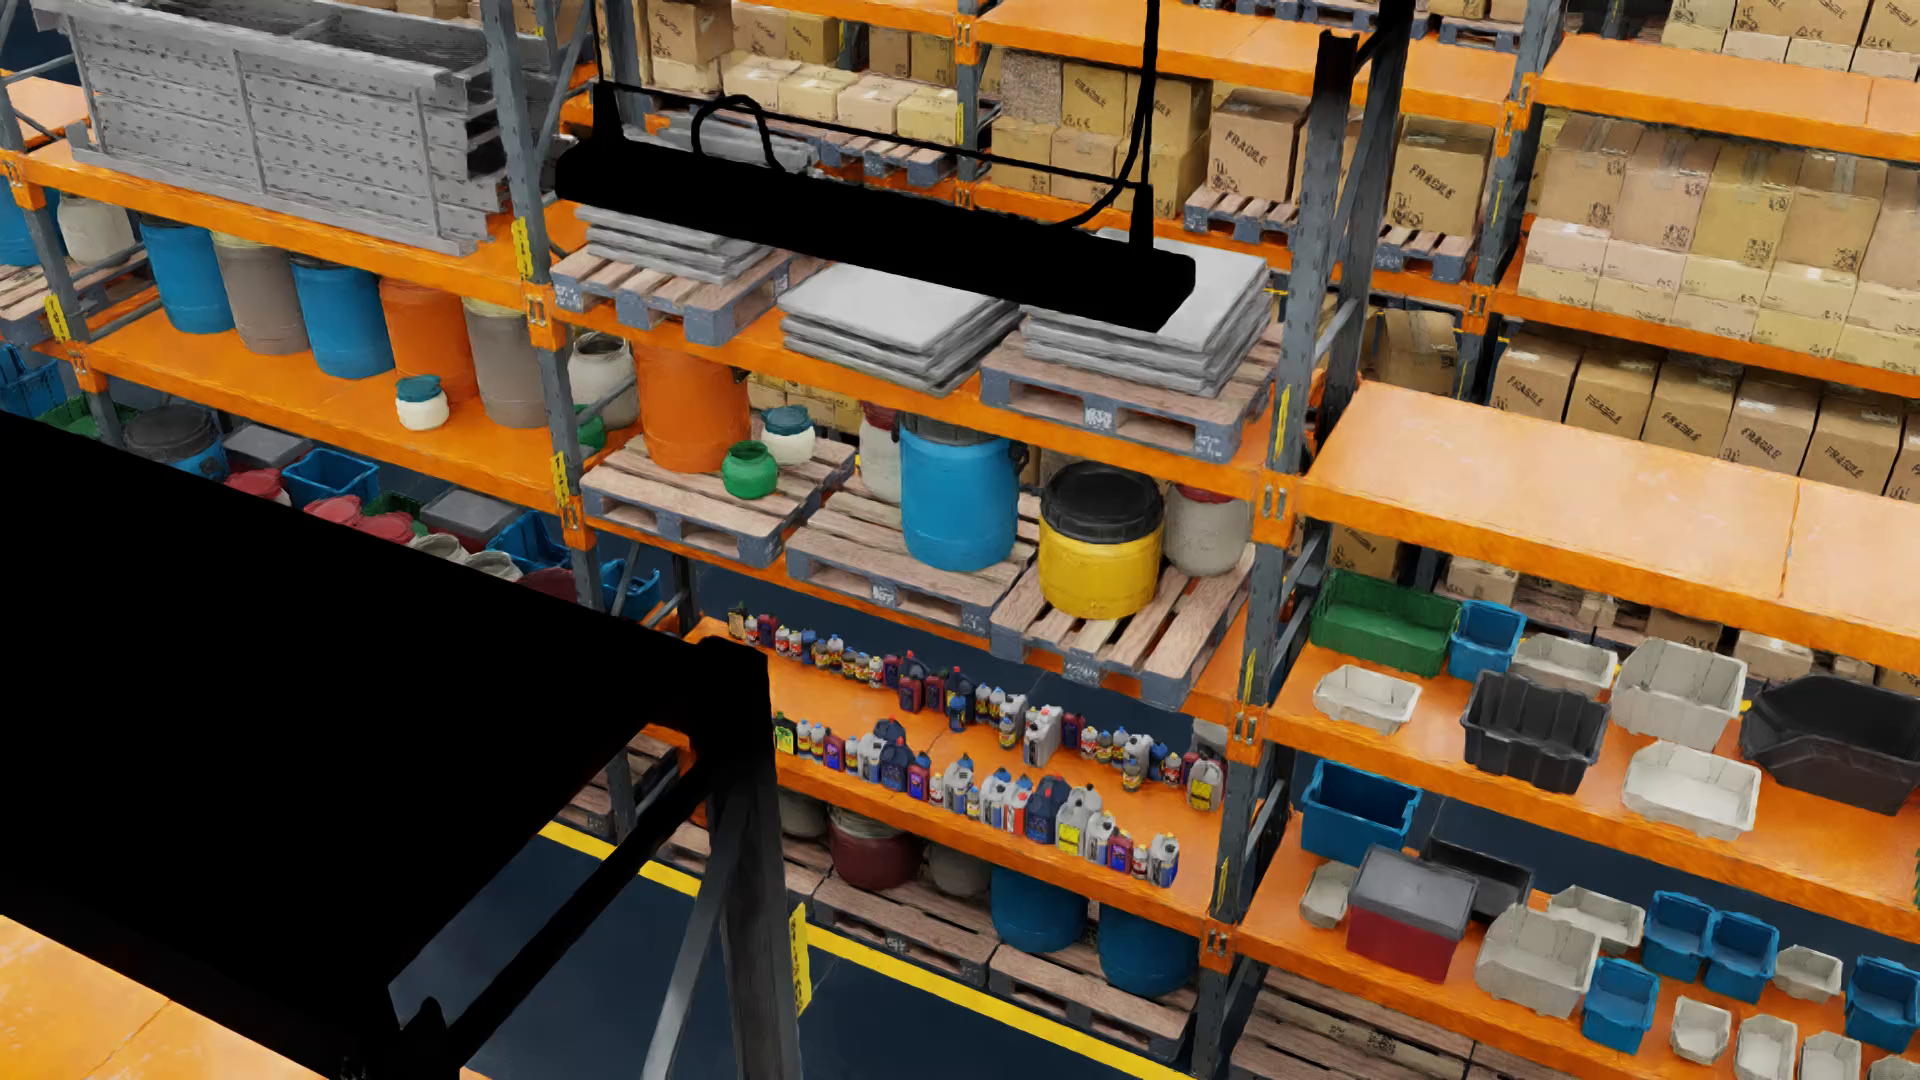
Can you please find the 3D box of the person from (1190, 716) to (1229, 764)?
[{"bbox_3d":[1.711,1.241,10.628,0.584,1.664,0.555,27,43,33],"label":"person"}]

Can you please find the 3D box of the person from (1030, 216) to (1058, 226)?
[{"bbox_3d":[0.973,-3.503,17.385,0.537,1.715,0.682,15,38,20],"label":"person"}]
